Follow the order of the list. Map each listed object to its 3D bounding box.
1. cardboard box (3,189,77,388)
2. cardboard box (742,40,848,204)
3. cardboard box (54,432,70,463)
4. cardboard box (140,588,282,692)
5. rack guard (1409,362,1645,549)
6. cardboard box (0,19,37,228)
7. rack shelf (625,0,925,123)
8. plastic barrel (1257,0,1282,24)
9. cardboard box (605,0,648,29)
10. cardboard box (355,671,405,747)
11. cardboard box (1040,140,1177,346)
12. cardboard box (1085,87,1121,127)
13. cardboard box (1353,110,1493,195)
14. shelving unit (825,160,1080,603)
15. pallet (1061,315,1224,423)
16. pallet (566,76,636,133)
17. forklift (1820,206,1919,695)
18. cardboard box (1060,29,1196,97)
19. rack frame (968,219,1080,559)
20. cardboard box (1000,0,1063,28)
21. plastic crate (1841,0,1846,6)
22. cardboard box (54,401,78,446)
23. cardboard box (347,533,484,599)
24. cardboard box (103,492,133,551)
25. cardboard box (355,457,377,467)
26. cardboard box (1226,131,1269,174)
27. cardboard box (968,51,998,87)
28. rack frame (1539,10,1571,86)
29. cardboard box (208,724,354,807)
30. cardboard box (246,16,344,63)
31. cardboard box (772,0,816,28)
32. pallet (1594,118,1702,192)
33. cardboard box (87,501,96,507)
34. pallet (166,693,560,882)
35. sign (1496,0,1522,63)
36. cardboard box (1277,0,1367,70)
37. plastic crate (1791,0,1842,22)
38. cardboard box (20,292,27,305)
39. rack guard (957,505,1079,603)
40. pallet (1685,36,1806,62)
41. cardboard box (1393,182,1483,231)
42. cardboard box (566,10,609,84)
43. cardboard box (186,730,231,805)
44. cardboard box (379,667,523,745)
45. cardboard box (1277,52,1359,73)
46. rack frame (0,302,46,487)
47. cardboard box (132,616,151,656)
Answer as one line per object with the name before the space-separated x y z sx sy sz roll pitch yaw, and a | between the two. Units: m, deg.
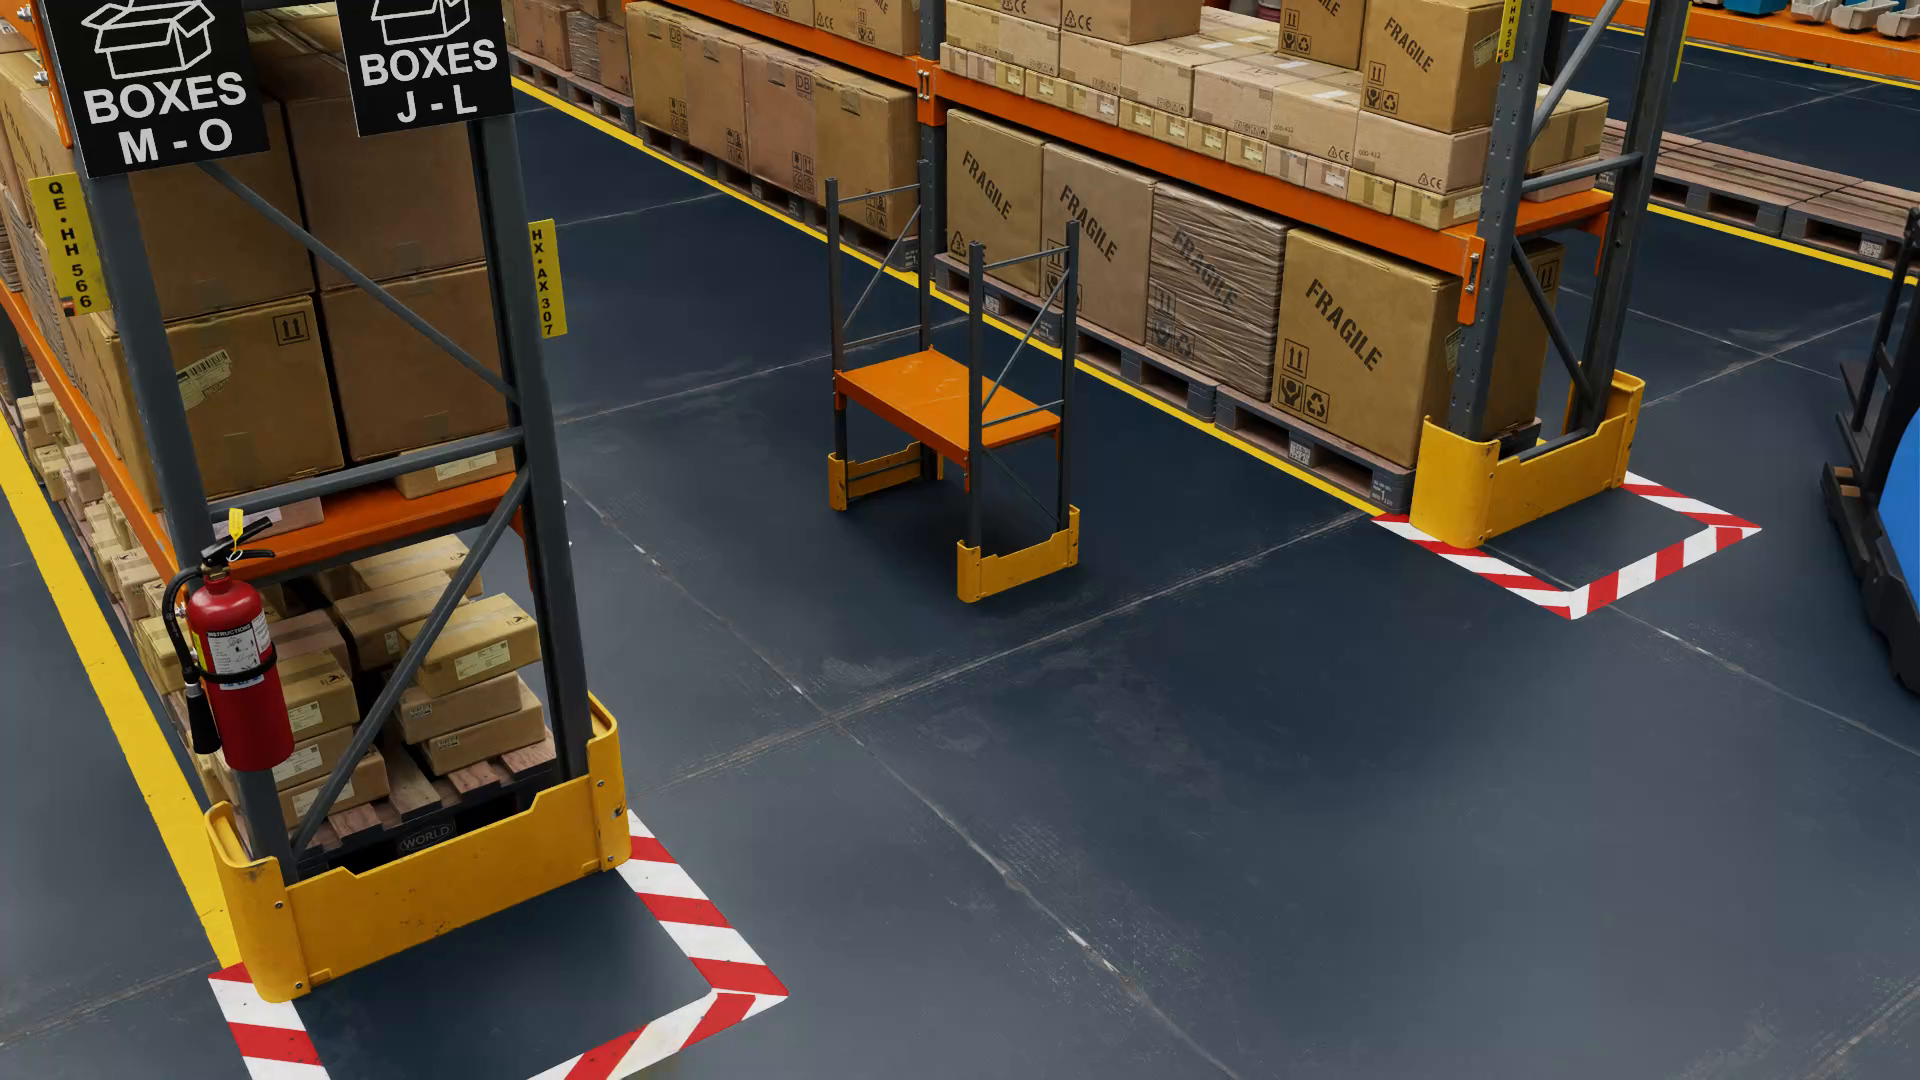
cardboard box | -2.634 -0.844 5.244 0.500 0.500 0.500 -19 34 -30
cardboard box | -0.695 -2.900 11.233 1.225 0.875 0.875 -20 34 -32
cardboard box | -3.718 -0.484 7.234 0.380 0.149 0.250 -19 34 -30
cardboard box | -2.433 0.322 5.437 0.380 0.149 0.250 -20 34 -32
rack guard | 2.546 -0.396 7.455 1.175 0.500 0.348 -19 34 -31
cardboard box | -2.638 -1.289 5.017 0.500 0.500 0.500 -17 33 -28
rack shelf | -0.949 -3.520 11.342 1.077 0.370 4.000 -19 34 -31
plastic barrel | 2.879 -4.485 14.452 0.600 0.588 0.708 -19 34 -31
cardboard box | -2.522 -4.290 13.379 0.500 0.250 0.500 -17 33 -29
cardboard box | -1.829 0.527 5.683 0.380 0.149 0.250 -19 34 -31
cardboard box | 1.051 -1.681 8.988 0.875 0.875 0.875 -19 34 -31
cardboard box | 0.864 -2.237 8.490 0.380 0.149 0.250 -18 33 -30
cardboard box | 2.034 -1.683 7.052 0.500 0.250 0.500 -19 34 -31
shelving unit | -0.044 -0.689 6.947 0.587 1.500 1.083 -19 34 -31
pallet | 1.301 -1.041 8.946 1.003 0.211 1.213 -19 34 -31
pallet | -2.561 -3.692 13.828 1.003 0.211 1.213 -19 34 -31
forklift | 4.387 -1.276 6.529 1.130 2.935 3.031 8 30 15
cardboard box | 0.860 -2.474 8.507 0.500 0.250 0.500 -18 33 -29
rack frame | 0.245 -0.495 6.589 0.500 1.500 0.032 -19 34 -31
cardboard box | 0.560 -3.002 8.695 0.500 0.500 0.500 -19 34 -31
plastic crate | 5.753 -3.643 10.927 0.416 0.233 0.300 -19 34 -31
cardboard box | -3.558 -0.518 6.985 0.380 0.149 0.250 -19 34 -31
cardboard box | -1.894 0.132 5.787 0.380 0.149 0.250 -19 34 -31
cardboard box | -2.971 -0.112 6.237 0.380 0.149 0.250 -19 34 -30
cardboard box | -1.670 -0.363 5.039 0.380 0.149 0.250 -17 33 -29
cardboard box | 1.463 -1.837 7.753 0.380 0.149 0.250 -20 34 -32
cardboard box | 0.264 -2.639 9.229 0.380 0.149 0.250 -20 34 -32
rack frame | 4.246 -4.430 12.263 1.000 3.000 0.127 -19 34 -31
cardboard box | -2.106 0.642 5.161 0.380 0.149 0.250 -20 34 -32
cardboard box | -1.909 -1.226 4.901 0.500 0.500 0.500 -18 33 -29
cardboard box | -0.872 -3.604 10.638 0.500 0.500 0.500 -19 34 -31
pallet | 4.704 -2.929 12.422 1.003 0.211 1.213 -19 34 -31
cardboard box | -3.409 -0.155 6.940 0.380 0.149 0.250 -20 34 -32
pallet | -2.054 0.701 5.739 1.003 0.211 1.213 -19 34 -31
sign | 2.082 -1.972 6.276 0.100 0.325 0.005 -19 34 -31
cardboard box | 1.878 -2.553 7.868 0.500 0.500 0.500 -20 34 -32
plastic crate | 5.421 -3.380 10.544 0.298 0.136 0.250 -19 34 -31
cardboard box | -3.336 -1.021 6.250 0.380 0.149 0.250 -18 33 -30
rack guard | 0.245 0.054 6.888 0.587 0.250 0.087 -19 34 -31
pallet | 7.780 -4.880 16.014 1.003 0.211 1.213 -19 34 -31
cardboard box | 2.057 -1.440 7.022 0.380 0.149 0.250 -18 33 -30
cardboard box | -2.846 -4.175 13.953 0.700 0.500 0.500 -22 35 -35
cardboard box | -2.274 0.680 5.402 0.380 0.149 0.250 -18 33 -29
cardboard box | -1.662 0.493 5.434 0.380 0.149 0.250 -17 33 -29
cardboard box | 1.878 -2.226 8.052 0.500 0.250 0.500 -20 34 -32
rack frame | -3.887 -1.725 7.283 1.000 3.000 0.127 -19 34 -31
cardboard box | -2.720 0.242 5.896 0.380 0.149 0.250 -18 33 -30
